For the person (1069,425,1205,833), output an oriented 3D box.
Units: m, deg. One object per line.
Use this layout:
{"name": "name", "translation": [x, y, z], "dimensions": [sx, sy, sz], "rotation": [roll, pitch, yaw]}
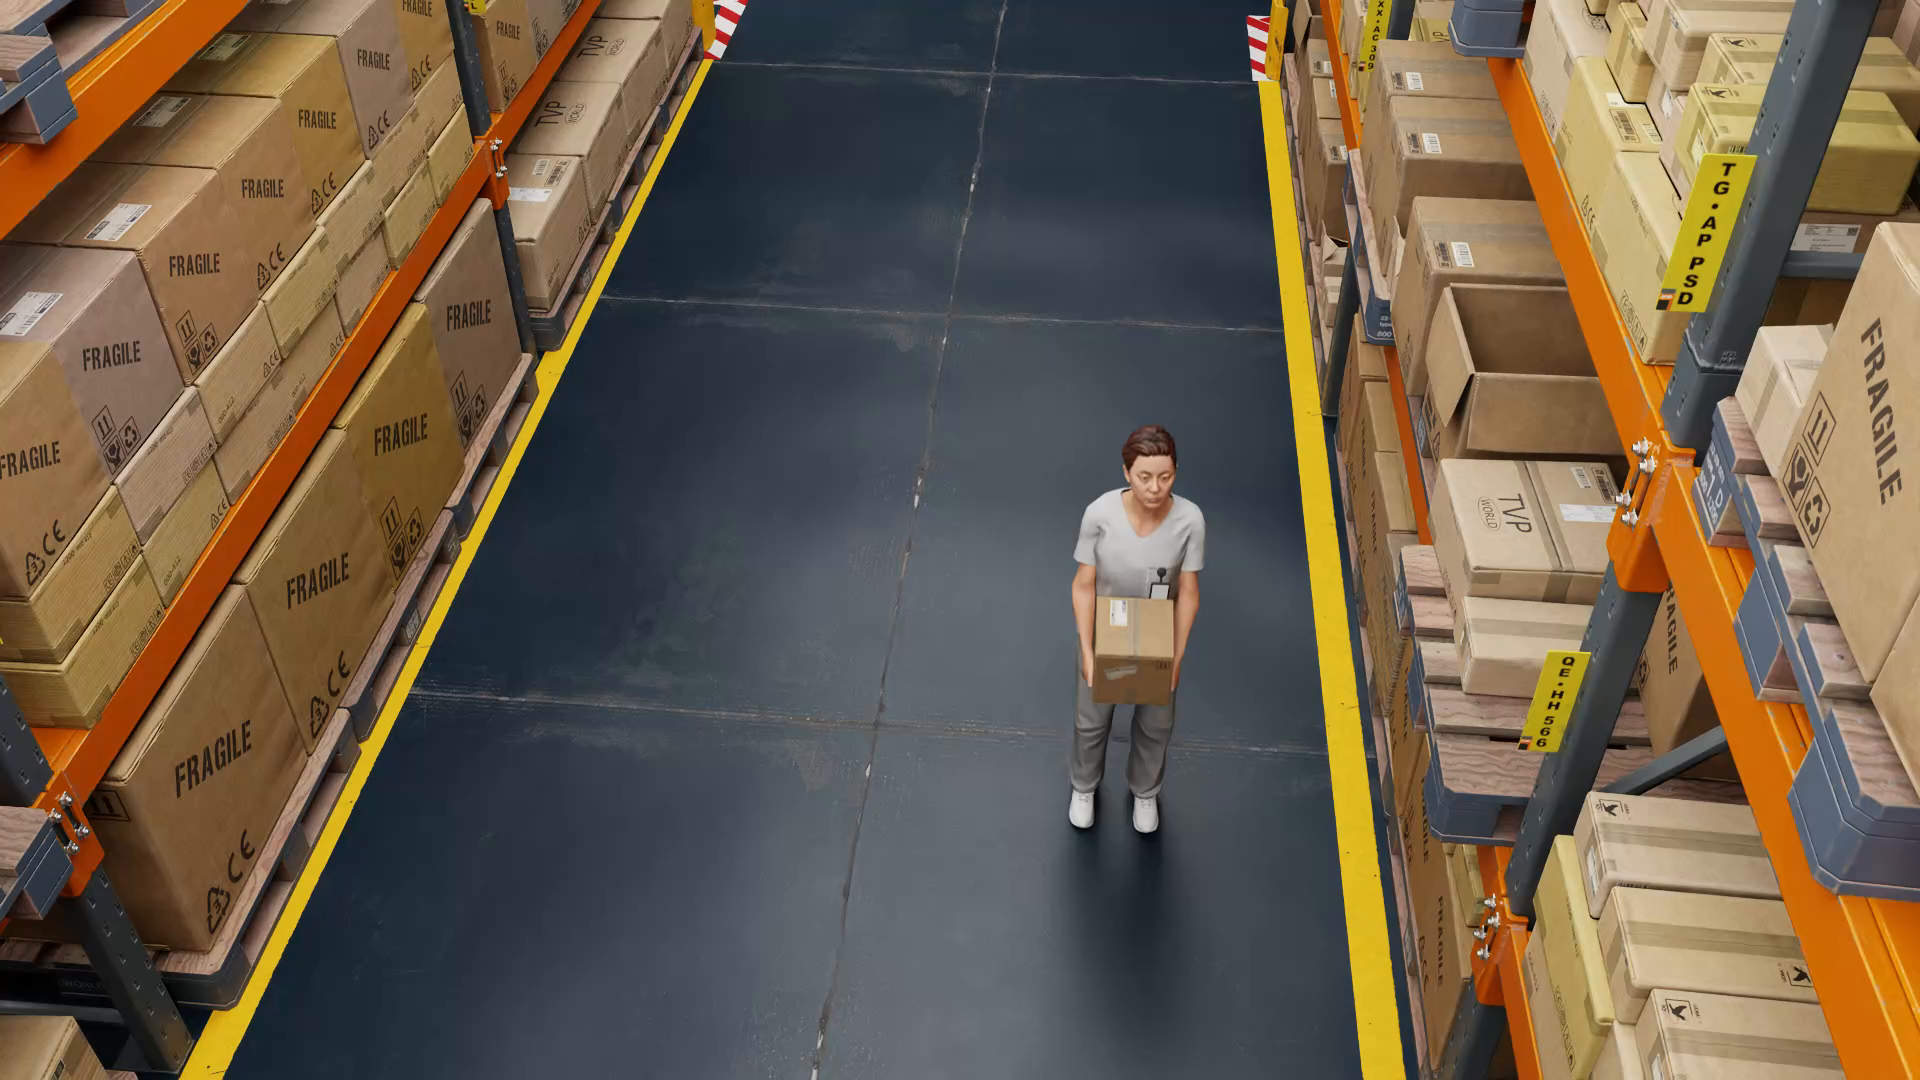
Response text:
{"name": "person", "translation": [0.591, 0.380, 5.717], "dimensions": [0.438, 1.662, 0.560], "rotation": [3, 40, 3]}
